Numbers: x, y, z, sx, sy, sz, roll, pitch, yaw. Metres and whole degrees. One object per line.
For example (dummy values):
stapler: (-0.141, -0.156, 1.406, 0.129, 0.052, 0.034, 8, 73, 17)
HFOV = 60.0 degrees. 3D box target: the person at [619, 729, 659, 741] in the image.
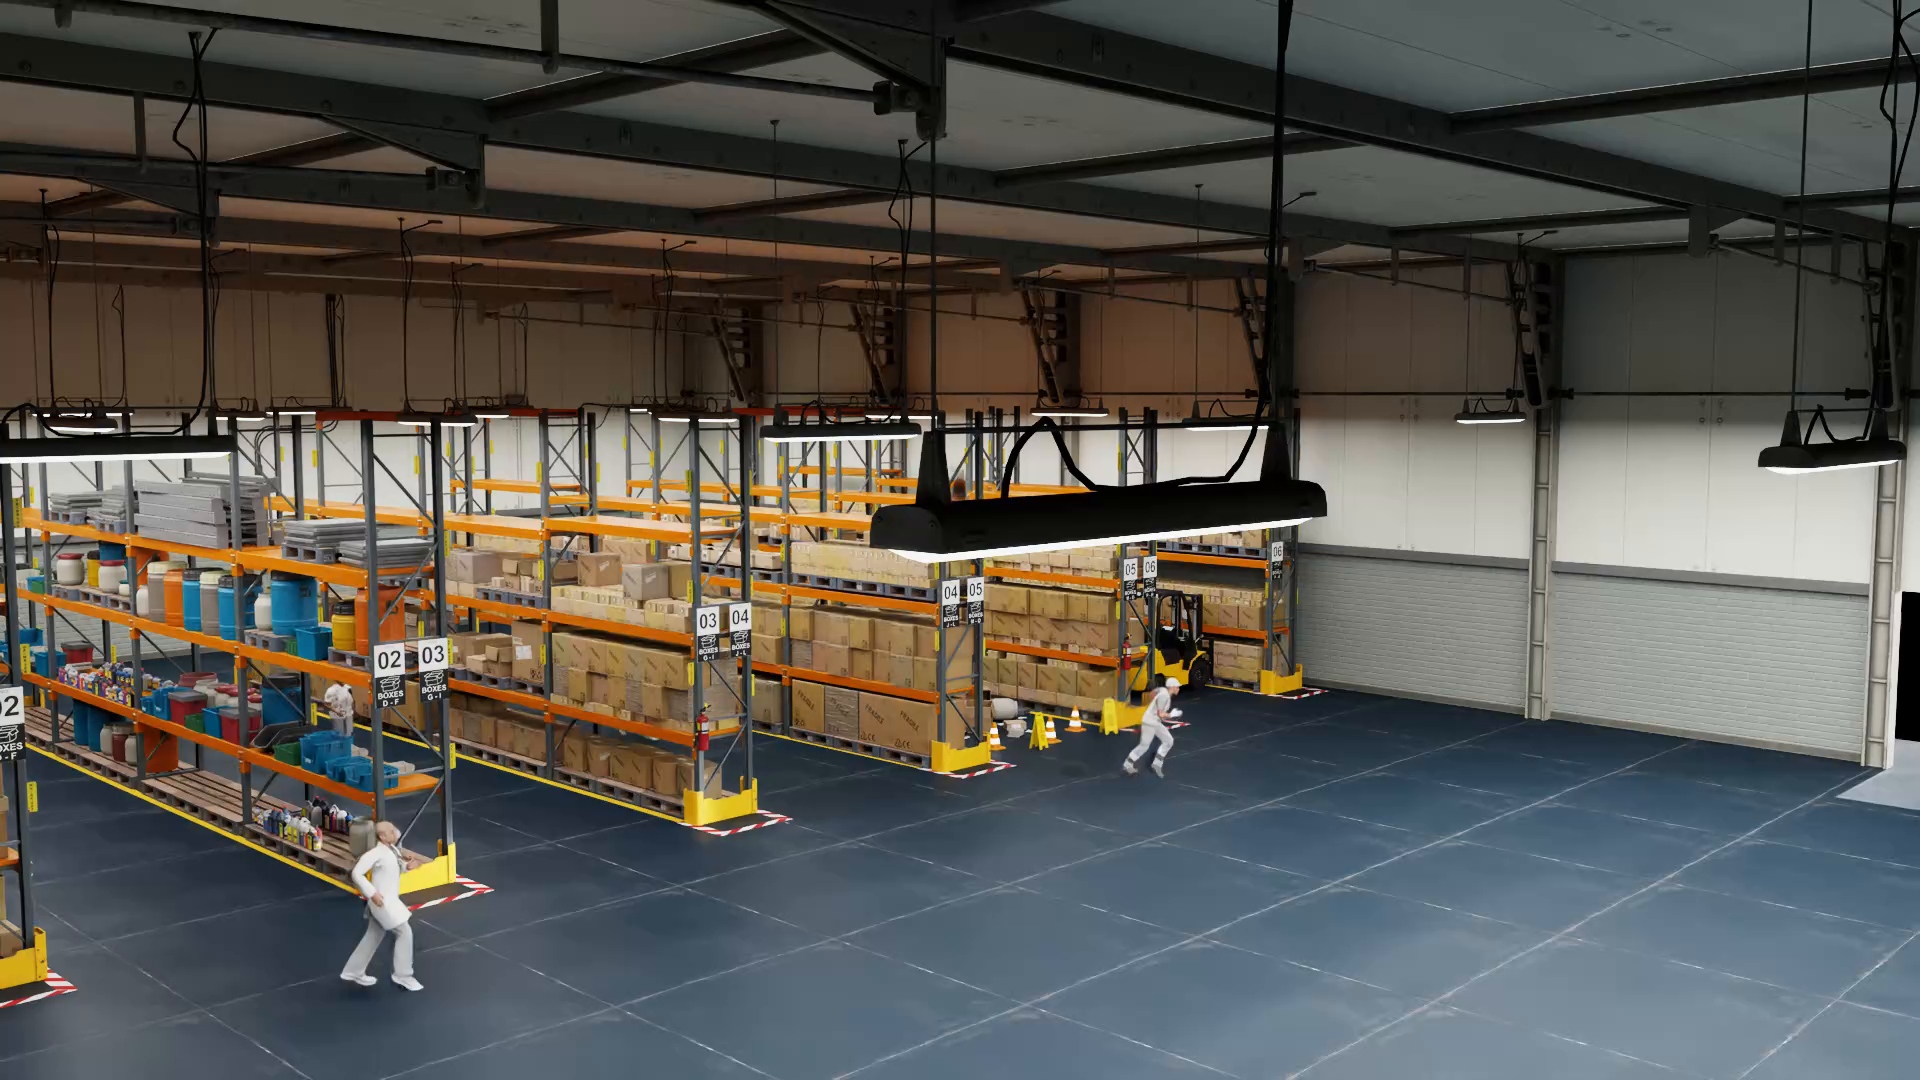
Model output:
person: (-5.860, 2.804, 30.248, 0.904, 1.655, 0.592, 2, 6, 25)

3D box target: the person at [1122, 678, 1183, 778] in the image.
person: (3.184, 3.094, 27.434, 0.990, 1.687, 0.704, 1, 5, 14)

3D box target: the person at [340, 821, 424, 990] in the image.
person: (-6.128, 3.892, 17.649, 0.833, 1.853, 0.669, -1, 5, -16)

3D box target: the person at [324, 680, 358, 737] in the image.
person: (-10.538, 3.001, 28.285, 0.589, 1.655, 0.562, 4, 6, 35)
